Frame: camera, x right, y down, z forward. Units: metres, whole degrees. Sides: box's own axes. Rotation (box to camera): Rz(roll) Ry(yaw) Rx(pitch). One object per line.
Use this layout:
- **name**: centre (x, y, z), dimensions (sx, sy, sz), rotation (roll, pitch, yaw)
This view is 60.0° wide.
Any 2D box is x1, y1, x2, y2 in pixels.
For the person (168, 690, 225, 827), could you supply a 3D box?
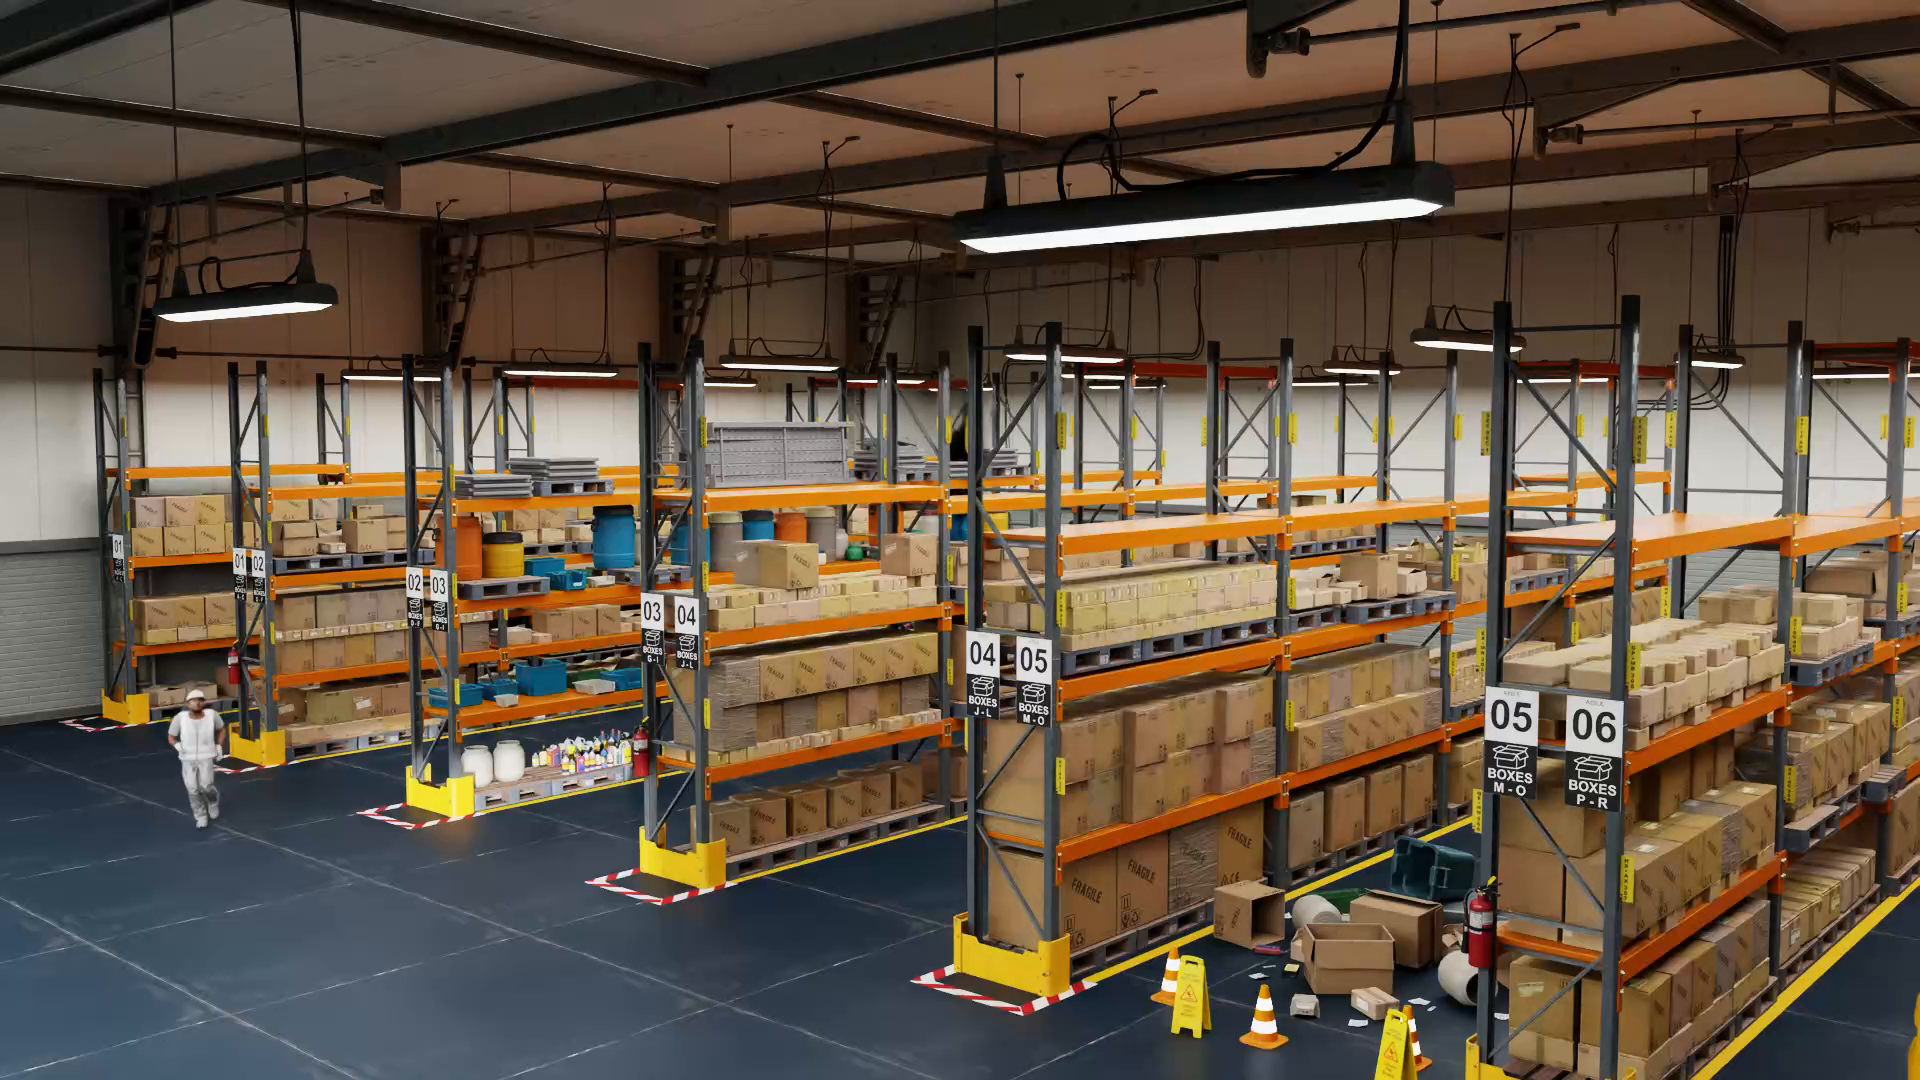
- **person**: centre (-9.593, 2.755, 20.907), dimensions (0.660, 1.745, 0.611), rotation (-2, 5, -23)
